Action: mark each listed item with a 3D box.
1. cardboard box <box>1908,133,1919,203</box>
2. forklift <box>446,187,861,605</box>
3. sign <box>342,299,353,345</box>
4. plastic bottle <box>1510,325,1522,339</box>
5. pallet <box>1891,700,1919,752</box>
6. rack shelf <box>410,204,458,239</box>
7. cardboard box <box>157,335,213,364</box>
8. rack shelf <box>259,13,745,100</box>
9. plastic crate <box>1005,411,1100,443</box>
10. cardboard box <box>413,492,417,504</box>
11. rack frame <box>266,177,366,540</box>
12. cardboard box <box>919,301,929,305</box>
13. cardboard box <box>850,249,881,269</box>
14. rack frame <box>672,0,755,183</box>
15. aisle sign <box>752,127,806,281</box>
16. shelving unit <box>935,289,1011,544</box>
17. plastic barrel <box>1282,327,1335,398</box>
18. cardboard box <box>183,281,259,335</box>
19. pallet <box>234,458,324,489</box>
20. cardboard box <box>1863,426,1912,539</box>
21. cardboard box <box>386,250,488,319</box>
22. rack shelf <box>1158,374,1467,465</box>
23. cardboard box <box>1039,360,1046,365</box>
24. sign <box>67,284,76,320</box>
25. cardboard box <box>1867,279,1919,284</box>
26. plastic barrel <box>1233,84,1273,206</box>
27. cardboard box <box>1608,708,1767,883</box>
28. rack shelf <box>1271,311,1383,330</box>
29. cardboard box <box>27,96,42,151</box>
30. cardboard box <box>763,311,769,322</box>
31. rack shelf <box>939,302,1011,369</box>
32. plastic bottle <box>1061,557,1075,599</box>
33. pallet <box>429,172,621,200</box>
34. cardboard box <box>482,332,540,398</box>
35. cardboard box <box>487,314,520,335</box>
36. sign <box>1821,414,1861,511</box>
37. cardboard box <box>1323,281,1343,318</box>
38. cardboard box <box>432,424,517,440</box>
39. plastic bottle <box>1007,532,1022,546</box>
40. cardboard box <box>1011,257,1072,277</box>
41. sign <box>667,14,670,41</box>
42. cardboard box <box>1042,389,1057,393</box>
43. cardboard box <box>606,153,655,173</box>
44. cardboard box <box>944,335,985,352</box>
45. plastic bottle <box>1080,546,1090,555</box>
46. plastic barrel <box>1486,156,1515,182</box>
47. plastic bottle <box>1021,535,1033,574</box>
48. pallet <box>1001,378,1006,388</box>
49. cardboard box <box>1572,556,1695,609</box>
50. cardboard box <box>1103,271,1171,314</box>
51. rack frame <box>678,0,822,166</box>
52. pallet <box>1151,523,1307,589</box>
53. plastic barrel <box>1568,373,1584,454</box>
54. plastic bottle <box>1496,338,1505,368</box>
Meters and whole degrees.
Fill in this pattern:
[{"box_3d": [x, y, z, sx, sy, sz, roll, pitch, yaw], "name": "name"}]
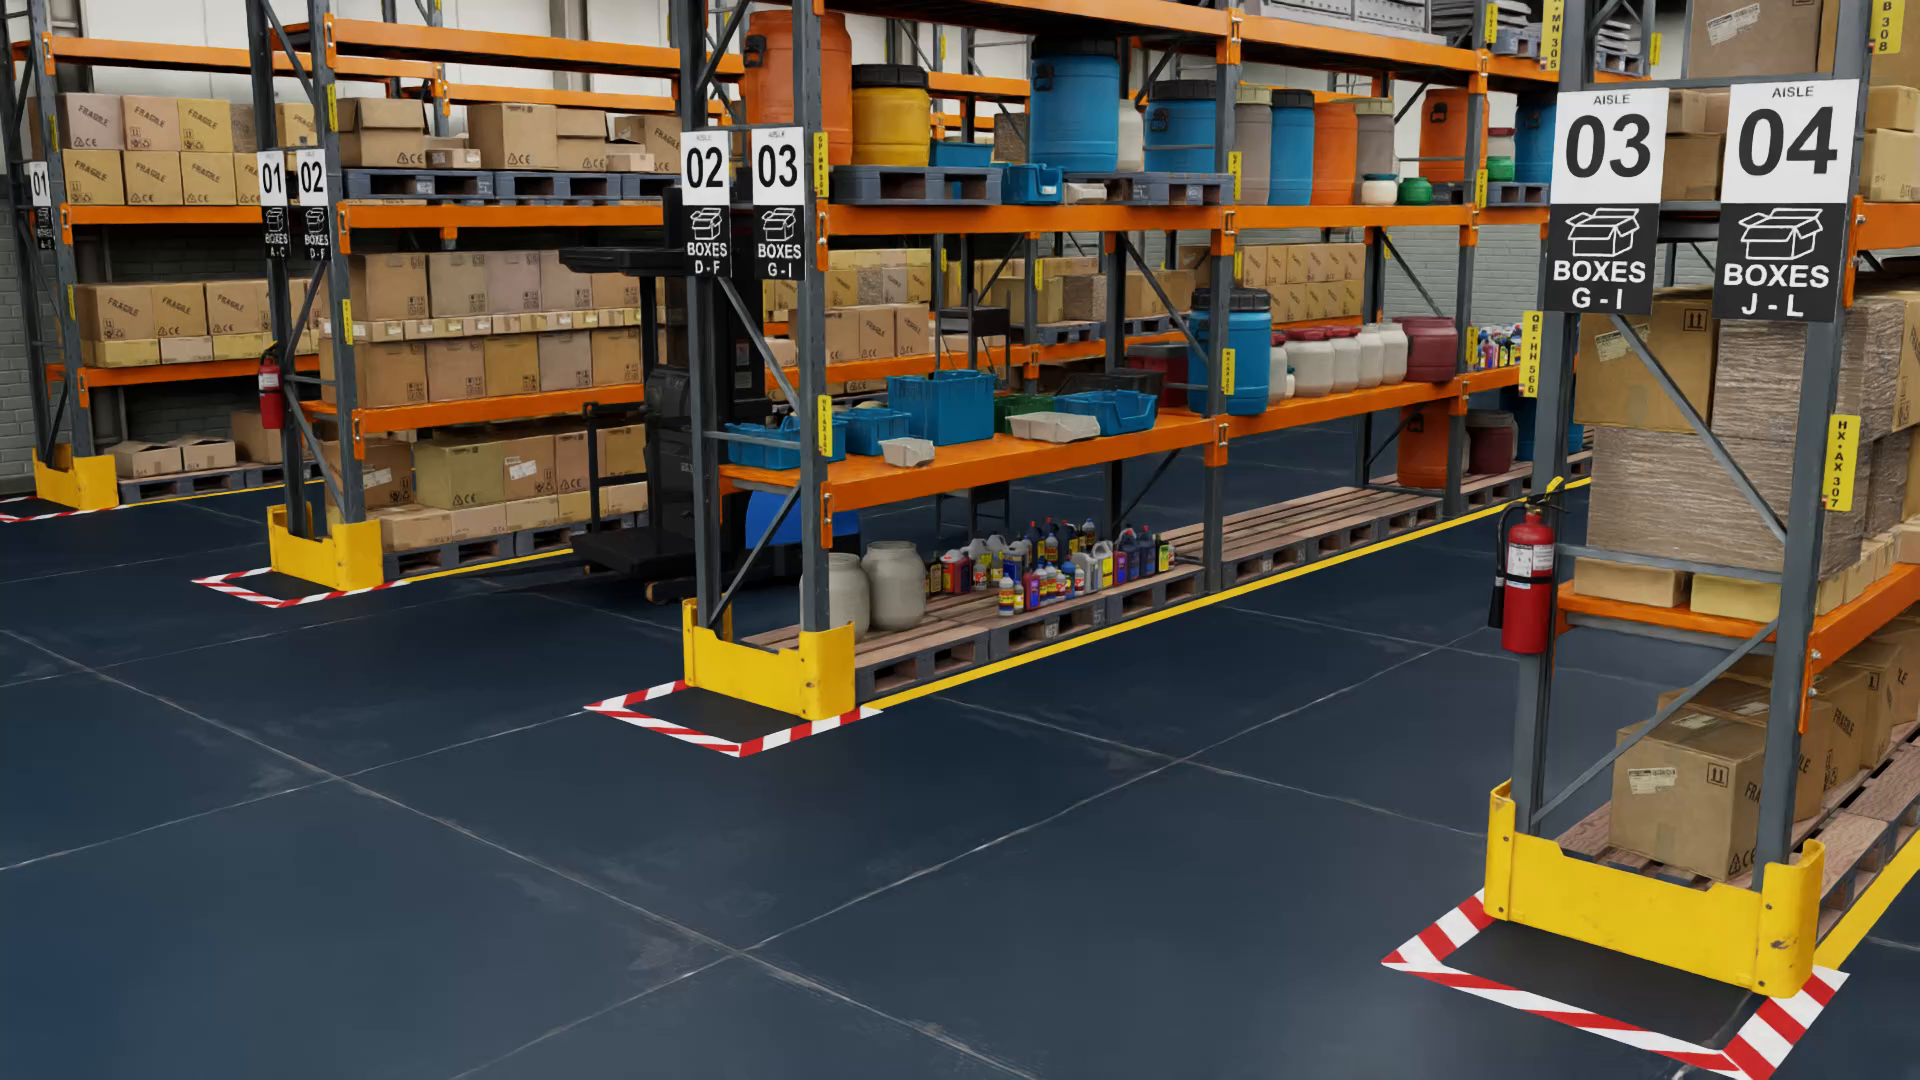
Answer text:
[{"box_3d": [3.435, -1.421, 6.390, 0.500, 0.250, 0.500, 9, 15, 39], "name": "cardboard box"}, {"box_3d": [-2.247, -1.090, 12.187, 3.031, 2.935, 1.130, -9, 14, -37], "name": "forklift"}, {"box_3d": [-4.439, -1.581, 12.057, 0.100, 0.325, 0.005, 10, 15, 40], "name": "sign"}, {"box_3d": [5.497, -1.951, 16.447, 0.144, 0.351, 0.185, 10, 15, 40], "name": "plastic bottle"}, {"box_3d": [4.811, 0.973, 8.800, 1.003, 0.211, 1.213, 10, 15, 40], "name": "pallet"}, {"box_3d": [-4.615, -3.831, 19.913, 1.077, 0.370, 4.000, 10, 15, 40], "name": "rack shelf"}, {"box_3d": [-7.683, -1.876, 16.275, 0.500, 0.250, 0.500, 9, 15, 39], "name": "cardboard box"}, {"box_3d": [-3.532, -3.878, 13.508, 1.077, 0.370, 4.000, 10, 15, 40], "name": "rack shelf"}, {"box_3d": [0.625, -0.737, 10.916, 0.530, 0.136, 0.437, 10, 15, 40], "name": "plastic crate"}, {"box_3d": [-4.399, -0.240, 13.704, 0.500, 0.250, 0.500, 10, 15, 40], "name": "cardboard box"}, {"box_3d": [-4.852, -1.190, 12.513, 1.000, 3.000, 0.127, 10, 15, 40], "name": "rack frame"}, {"box_3d": [-0.664, -3.396, 24.147, 0.380, 0.149, 0.250, 10, 15, 41], "name": "cardboard box"}, {"box_3d": [-1.452, -3.918, 23.186, 0.500, 0.250, 0.500, 10, 15, 41], "name": "cardboard box"}, {"box_3d": [-2.211, -4.721, 14.872, 1.000, 3.000, 0.127, 10, 15, 40], "name": "rack frame"}, {"box_3d": [-0.961, -1.776, 8.807, 0.394, 0.787, 0.004, 10, 15, 40], "name": "aisle sign"}, {"box_3d": [0.109, -1.054, 14.127, 0.431, 2.100, 0.503, 10, 15, 40], "name": "shelving unit"}, {"box_3d": [2.788, -1.425, 13.340, 0.433, 0.535, 0.433, 0, 11, 0], "name": "plastic barrel"}, {"box_3d": [-7.355, -2.312, 16.548, 0.500, 0.500, 0.500, 9, 14, 39], "name": "cardboard box"}, {"box_3d": [-7.157, -0.768, 17.516, 1.003, 0.211, 1.213, 10, 15, 40], "name": "pallet"}, {"box_3d": [3.573, -0.338, 7.233, 0.875, 0.500, 0.500, 10, 15, 40], "name": "cardboard box"}, {"box_3d": [-4.156, -2.029, 13.142, 0.700, 0.500, 0.500, 9, 15, 39], "name": "cardboard box"}, {"box_3d": [2.827, -1.079, 13.794, 1.077, 0.370, 4.000, 10, 15, 40], "name": "rack shelf"}, {"box_3d": [0.938, -2.901, 26.387, 0.700, 0.500, 0.500, 9, 14, 39], "name": "cardboard box"}, {"box_3d": [-8.168, -2.185, 15.281, 0.100, 0.325, 0.005, 10, 15, 40], "name": "sign"}, {"box_3d": [4.477, -0.934, 7.661, 0.500, 0.500, 0.500, 10, 15, 40], "name": "cardboard box"}, {"box_3d": [2.111, -3.054, 12.904, 0.600, 0.901, 0.600, 0, 11, 0], "name": "plastic barrel"}, {"box_3d": [3.012, 1.021, 6.751, 0.500, 0.500, 0.500, -9, 14, -37], "name": "cardboard box"}, {"box_3d": [4.390, -2.897, 22.896, 1.077, 0.370, 4.000, 10, 15, 40], "name": "rack shelf"}, {"box_3d": [-8.487, -3.948, 15.800, 0.500, 0.500, 0.500, 11, 15, 43], "name": "cardboard box"}, {"box_3d": [-2.730, -2.948, 21.905, 0.380, 0.149, 0.250, 10, 15, 41], "name": "cardboard box"}, {"box_3d": [0.109, -1.727, 13.993, 0.431, 0.518, 0.480, 10, 15, 40], "name": "rack shelf"}, {"box_3d": [0.724, 0.251, 11.137, 0.097, 0.271, 0.097, 0, 11, 0], "name": "plastic bottle"}, {"box_3d": [-3.560, -2.899, 13.635, 1.003, 0.211, 1.213, 10, 15, 40], "name": "pallet"}, {"box_3d": [-3.859, -1.457, 13.591, 0.700, 0.500, 0.500, 10, 15, 41], "name": "cardboard box"}, {"box_3d": [-3.751, -1.740, 13.351, 0.380, 0.149, 0.250, 9, 14, 38], "name": "cardboard box"}, {"box_3d": [2.995, -0.264, 5.662, 0.100, 0.325, 0.005, 10, 15, 40], "name": "sign"}, {"box_3d": [4.946, -3.343, 23.035, 0.500, 0.500, 0.500, 10, 15, 41], "name": "cardboard box"}, {"box_3d": [-4.072, -0.682, 14.002, 0.500, 0.500, 0.500, 10, 15, 40], "name": "cardboard box"}, {"box_3d": [0.398, 0.090, 11.914, 0.061, 0.283, 0.133, 11, 15, 43], "name": "plastic bottle"}, {"box_3d": [1.185, -4.147, 26.548, 0.980, 0.700, 0.700, 10, 15, 40], "name": "cardboard box"}, {"box_3d": [-3.714, -6.556, 21.272, 0.100, 0.325, 0.005, 10, 15, 40], "name": "sign"}, {"box_3d": [1.286, -1.465, 19.147, 0.500, 0.500, 0.500, 9, 14, 38], "name": "cardboard box"}, {"box_3d": [-2.802, -3.188, 14.070, 0.380, 0.149, 0.250, 10, 15, 40], "name": "cardboard box"}, {"box_3d": [0.043, -2.076, 17.589, 0.380, 0.149, 0.250, 10, 15, 40], "name": "cardboard box"}, {"box_3d": [0.865, 0.177, 11.481, 0.061, 0.283, 0.133, 10, 15, 40], "name": "plastic bottle"}, {"box_3d": [5.020, -3.453, 15.509, 0.294, 0.245, 0.294, 0, 11, 0], "name": "plastic barrel"}, {"box_3d": [0.469, 0.104, 11.877, 0.097, 0.271, 0.097, 0, 11, 0], "name": "plastic bottle"}, {"box_3d": [0.712, -2.511, 26.242, 1.003, 0.211, 1.213, 10, 15, 40], "name": "pallet"}, {"box_3d": [2.620, 0.145, 6.466, 0.380, 0.149, 0.250, 10, 15, 40], "name": "cardboard box"}, {"box_3d": [2.183, -3.061, 20.550, 0.500, 0.500, 0.700, -9, 15, -39], "name": "cardboard box"}, {"box_3d": [-1.133, -3.491, 8.716, 1.000, 3.000, 0.127, 10, 15, 40], "name": "rack frame"}, {"box_3d": [1.996, 0.109, 13.127, 1.003, 0.211, 1.213, 10, 15, 40], "name": "pallet"}, {"box_3d": [6.416, -1.414, 17.918, 0.600, 0.901, 0.708, 10, 15, 40], "name": "plastic barrel"}, {"box_3d": [5.104, -1.773, 15.728, 0.061, 0.283, 0.133, 10, 15, 40], "name": "plastic bottle"}]
